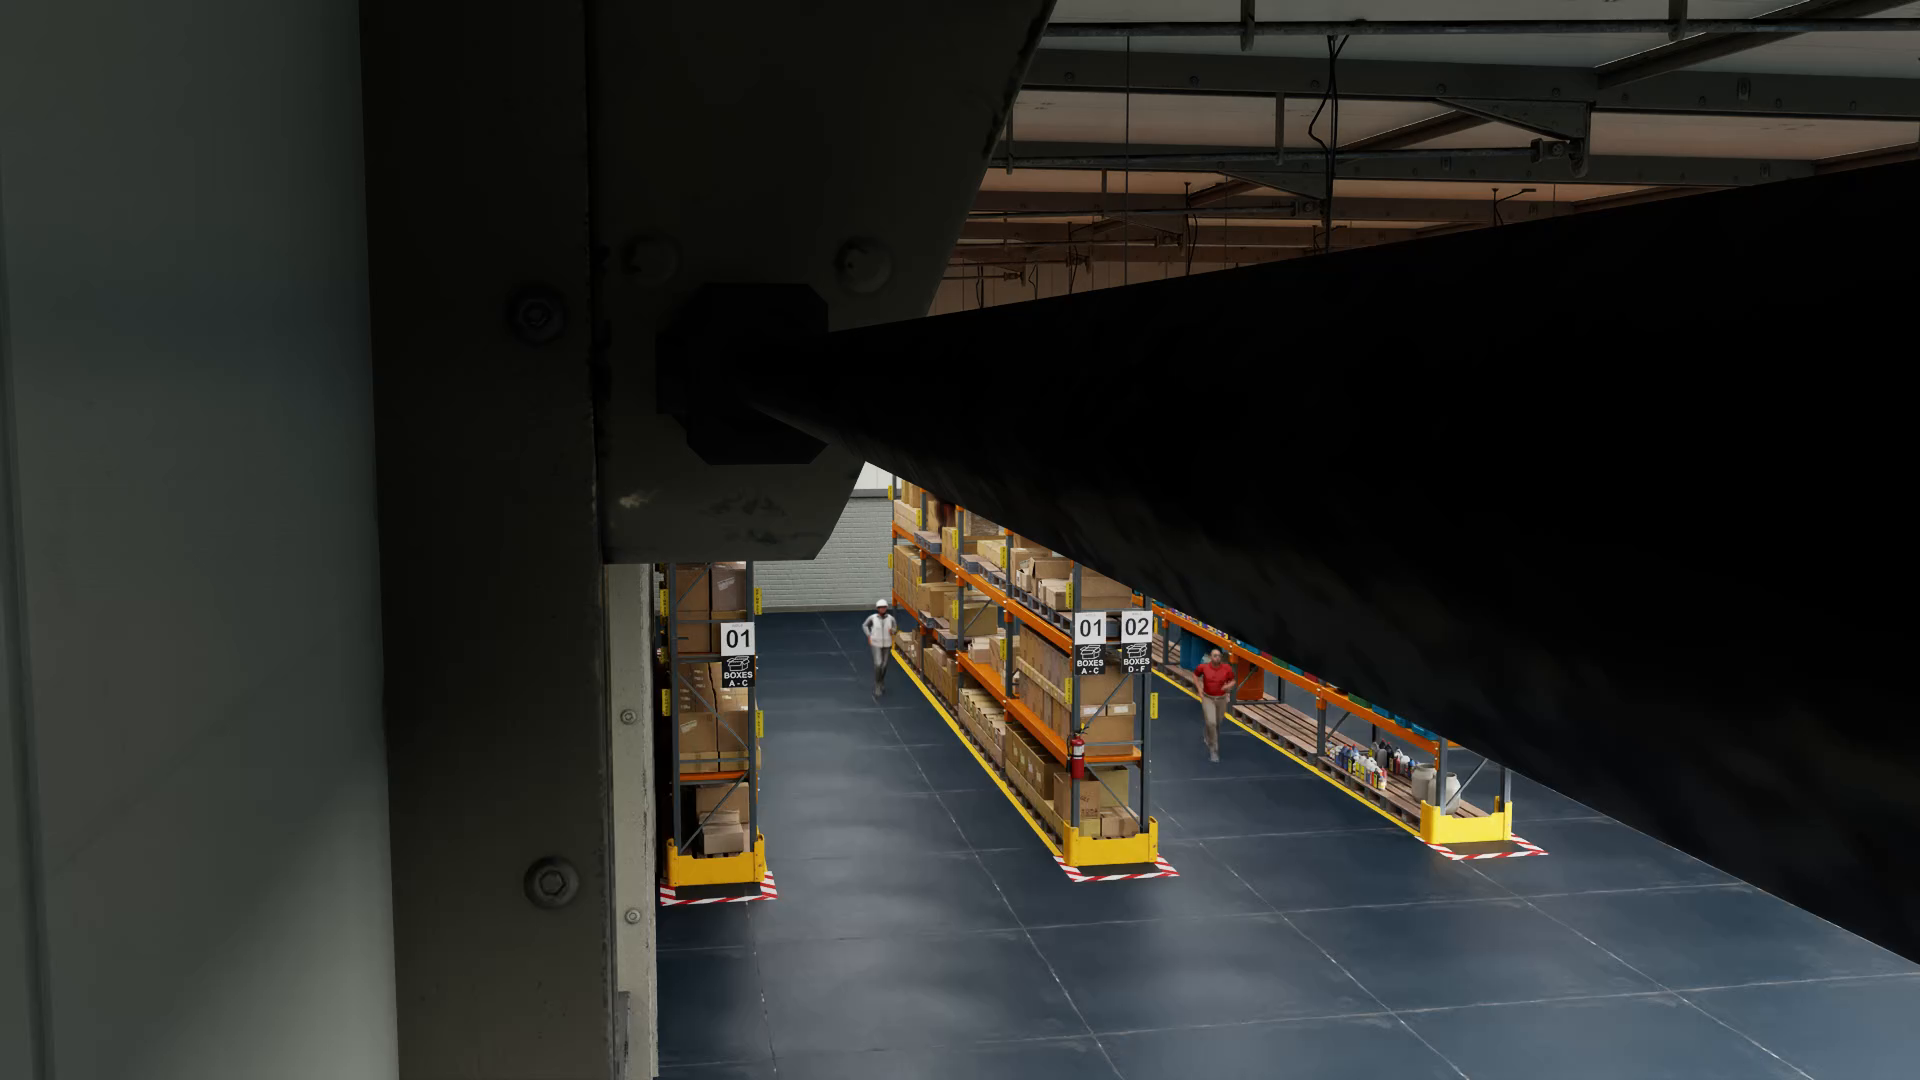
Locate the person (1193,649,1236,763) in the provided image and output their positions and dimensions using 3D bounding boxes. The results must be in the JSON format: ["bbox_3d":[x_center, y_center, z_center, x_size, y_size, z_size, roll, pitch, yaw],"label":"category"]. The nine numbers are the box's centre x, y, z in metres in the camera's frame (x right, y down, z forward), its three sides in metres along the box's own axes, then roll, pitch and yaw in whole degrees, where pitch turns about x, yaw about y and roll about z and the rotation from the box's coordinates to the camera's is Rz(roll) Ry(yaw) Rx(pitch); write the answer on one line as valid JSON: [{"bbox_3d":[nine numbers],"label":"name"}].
[{"bbox_3d":[4.092,2.616,26.647,0.625,1.777,1.044,-1,6,-12],"label":"person"}]

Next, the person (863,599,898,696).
[{"bbox_3d":[-1.491,2.041,31.650,0.638,1.835,0.781,-2,6,-17],"label":"person"}]
